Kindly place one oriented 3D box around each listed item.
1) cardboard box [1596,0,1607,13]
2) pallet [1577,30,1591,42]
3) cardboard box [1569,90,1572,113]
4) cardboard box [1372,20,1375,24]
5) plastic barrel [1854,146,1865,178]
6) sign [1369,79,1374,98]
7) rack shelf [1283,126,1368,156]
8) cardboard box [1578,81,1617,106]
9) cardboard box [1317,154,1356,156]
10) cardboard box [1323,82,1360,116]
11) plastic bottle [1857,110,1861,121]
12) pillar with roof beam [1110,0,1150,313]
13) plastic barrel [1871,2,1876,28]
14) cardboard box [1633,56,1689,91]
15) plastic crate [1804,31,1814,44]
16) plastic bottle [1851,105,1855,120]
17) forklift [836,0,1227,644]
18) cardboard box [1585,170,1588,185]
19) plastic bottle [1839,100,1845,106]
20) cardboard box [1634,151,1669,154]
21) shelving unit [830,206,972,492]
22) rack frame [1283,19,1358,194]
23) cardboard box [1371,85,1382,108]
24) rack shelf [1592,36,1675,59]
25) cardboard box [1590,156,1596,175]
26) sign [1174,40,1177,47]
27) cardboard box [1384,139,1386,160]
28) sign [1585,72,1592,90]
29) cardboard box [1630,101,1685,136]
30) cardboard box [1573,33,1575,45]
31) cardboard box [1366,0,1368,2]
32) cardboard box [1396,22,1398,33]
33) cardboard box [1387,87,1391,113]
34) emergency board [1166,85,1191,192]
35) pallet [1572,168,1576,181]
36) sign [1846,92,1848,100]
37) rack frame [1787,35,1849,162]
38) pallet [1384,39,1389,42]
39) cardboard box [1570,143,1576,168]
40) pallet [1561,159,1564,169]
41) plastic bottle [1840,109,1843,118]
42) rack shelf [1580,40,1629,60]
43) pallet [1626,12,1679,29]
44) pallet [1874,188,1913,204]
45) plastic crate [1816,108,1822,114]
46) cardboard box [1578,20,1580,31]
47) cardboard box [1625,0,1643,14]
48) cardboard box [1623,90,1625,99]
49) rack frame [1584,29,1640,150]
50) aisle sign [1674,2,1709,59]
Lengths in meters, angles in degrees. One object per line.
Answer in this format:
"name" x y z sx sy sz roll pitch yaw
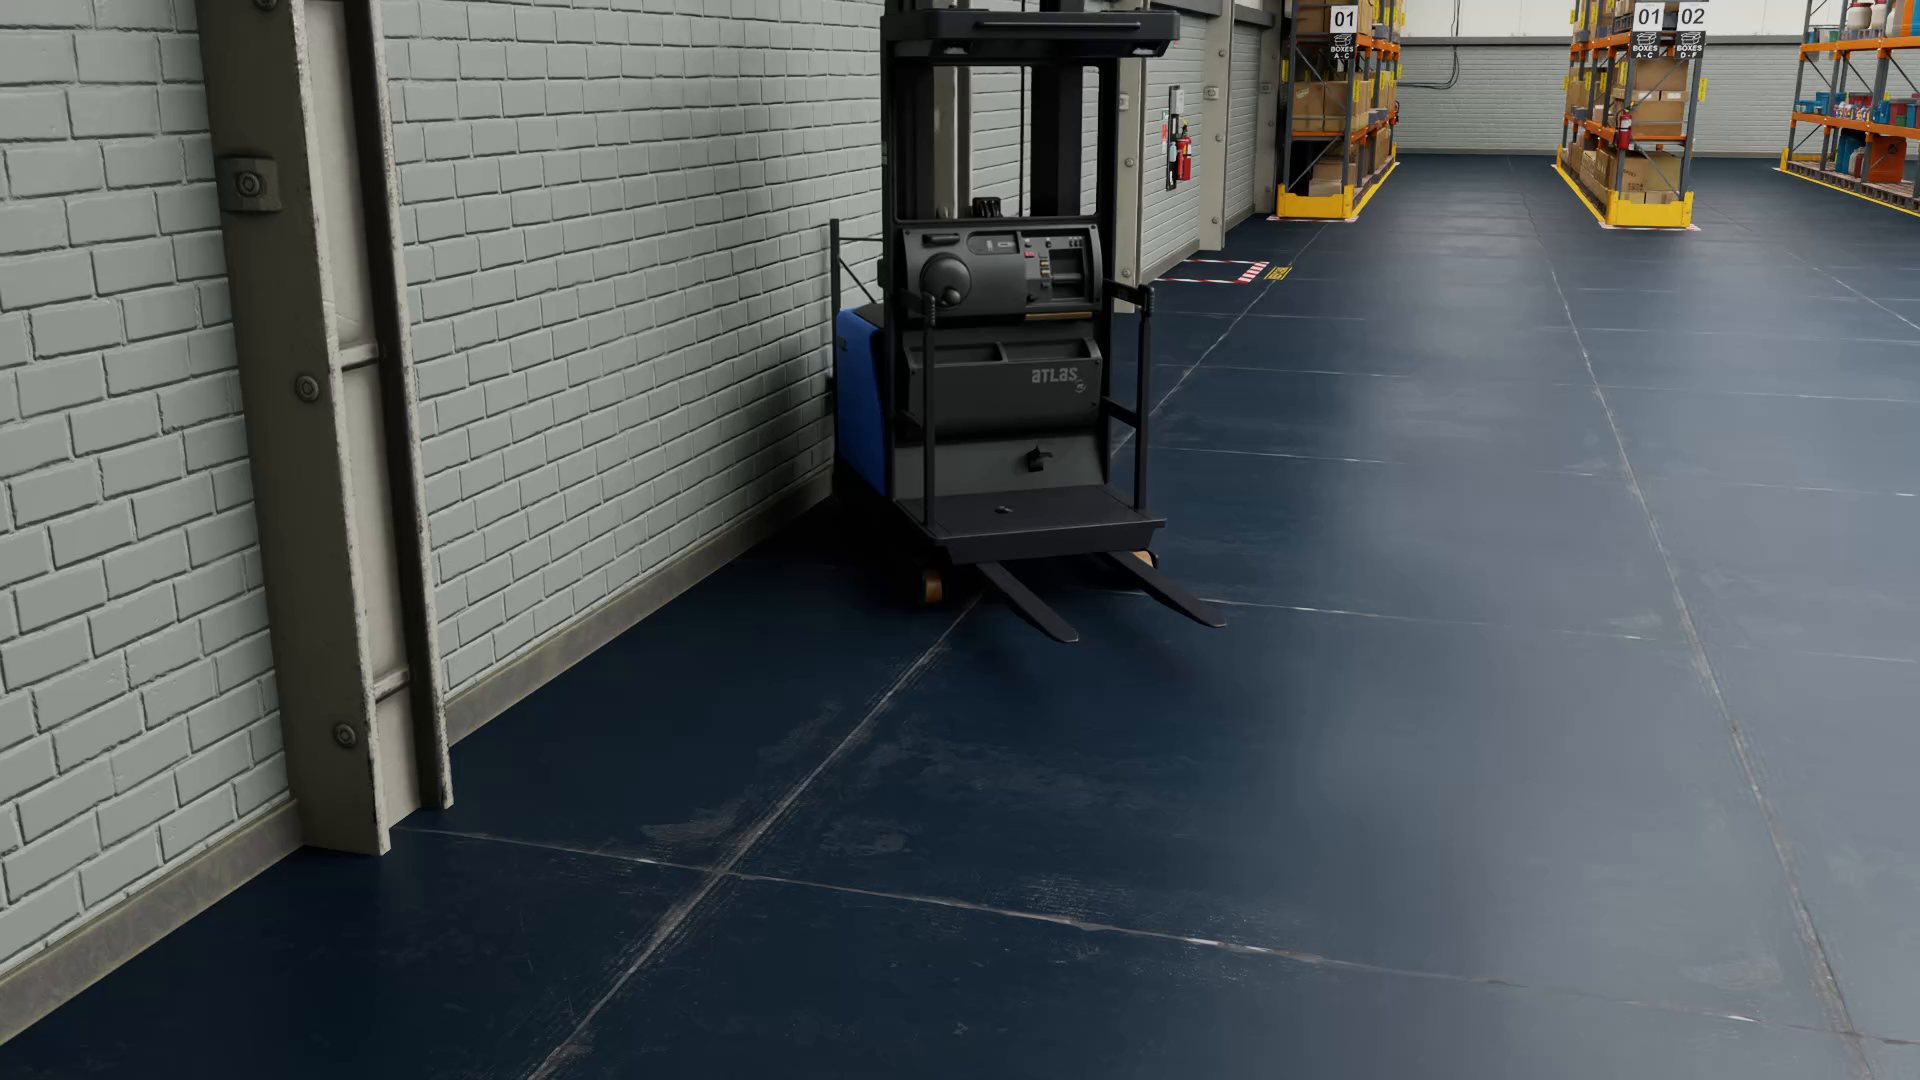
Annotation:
"cardboard box" 13.192 -10.610 33.606 0.600 0.600 0.600 4 16 14
"pallet" 13.238 -10.260 33.852 1.213 0.211 1.003 5 16 16
"cardboard box" 14.109 -9.946 37.714 0.500 0.500 0.500 5 17 17
"cardboard box" 7.975 -10.512 33.408 0.700 0.500 0.500 3 16 12
"plastic barrel" 17.837 -7.379 32.497 0.600 0.588 0.708 5 16 16
"sign" 7.280 -8.010 29.487 0.100 0.325 0.005 5 16 16
"rack shelf" 6.190 -6.765 28.000 1.077 0.370 4.000 5 16 16
"cardboard box" 13.298 -9.303 34.677 0.700 0.500 0.500 7 17 25
"cardboard box" 7.050 -6.976 31.202 0.700 0.500 0.500 4 16 15
"cardboard box" 6.045 -6.987 26.331 0.500 0.500 0.500 5 16 16
"plastic bottle" 17.381 -8.198 32.098 0.097 0.201 0.097 0 16 0
"pillar with roof beam" 5.708 -6.251 13.875 9.100 9.000 0.400 5 16 16
"plastic barrel" 18.465 -10.440 33.028 0.600 0.588 0.600 0 16 0
"cardboard box" 10.532 -7.012 24.992 0.700 0.500 0.500 5 16 16
"plastic crate" 19.290 -11.306 37.436 0.497 0.269 0.590 5 16 16
"plastic bottle" 17.515 -8.377 32.581 0.061 0.283 0.133 5 16 16
"forklift" 0.261 -1.238 7.323 1.130 2.935 3.031 -5 17 -16
"cardboard box" 11.785 -6.660 30.583 0.500 0.250 0.500 5 17 17
"plastic bottle" 18.108 -8.857 34.151 0.144 0.351 0.185 5 16 16
"cardboard box" 11.295 -6.092 27.204 0.500 0.500 0.500 5 16 16
"shelving unit" -0.307 -1.109 9.492 0.538 1.500 1.048 5 16 16
"rack frame" 5.621 -6.588 26.057 1.000 3.000 0.127 5 16 16
"cardboard box" 8.278 -8.989 33.758 0.500 0.500 0.500 5 17 18
"rack shelf" 12.077 -8.871 29.930 1.077 0.370 4.000 5 16 16
"cardboard box" 11.491 -6.665 29.571 0.500 0.311 0.500 5 17 17
"sign" 2.449 -5.745 18.840 0.001 0.298 0.199 5 16 16
"cardboard box" 9.488 -9.045 38.534 0.700 0.500 0.500 4 16 15
"sign" 12.122 -8.856 32.078 0.100 0.325 0.005 5 16 16
"cardboard box" 10.517 -6.374 25.120 0.700 0.500 0.500 5 16 16
"cardboard box" 14.375 -11.517 38.214 0.500 0.250 0.500 5 16 16
"cardboard box" 6.290 -8.914 26.709 0.500 0.500 0.500 5 17 17
"cardboard box" 9.778 -11.775 38.173 0.500 0.250 0.500 4 16 14
"cardboard box" 9.201 -10.012 37.581 0.980 0.700 0.700 5 17 17
"emergency board" 2.547 -4.624 19.136 0.194 1.169 0.643 5 16 16
"pallet" 13.587 -7.786 35.395 1.003 0.211 1.213 5 16 16
"sign" 20.199 -10.045 37.949 0.100 0.325 0.005 5 16 16
"rack frame" 19.667 -10.005 38.107 1.000 3.000 0.127 5 16 16
"pallet" 8.027 -10.205 33.661 1.213 0.211 1.003 5 17 18
"cardboard box" 13.411 -8.245 35.677 0.500 0.500 0.500 4 16 13
"pallet" 14.672 -8.820 39.039 1.003 0.211 1.213 5 16 16
"plastic bottle" 17.842 -8.622 33.595 0.097 0.201 0.097 0 16 0
"rack shelf" 13.214 -9.918 33.619 1.077 0.370 4.000 5 16 16
"pallet" 10.598 -7.788 24.954 1.003 0.211 1.213 5 16 16
"pallet" 16.787 -6.053 29.283 1.003 0.211 1.213 5 16 16
"plastic crate" 18.591 -9.169 35.553 0.437 0.125 0.590 5 16 16
"cardboard box" 13.950 -11.365 36.762 0.500 0.250 0.500 5 16 16
"cardboard box" 10.446 -8.166 25.375 0.500 0.250 0.500 5 16 16
"cardboard box" 10.664 -7.018 26.204 0.380 0.149 0.250 5 17 17
"rack frame" 12.645 -8.297 32.086 1.000 3.000 0.127 5 16 16
"aisle sign" 10.647 -7.414 24.207 0.394 0.787 0.004 5 16 16
